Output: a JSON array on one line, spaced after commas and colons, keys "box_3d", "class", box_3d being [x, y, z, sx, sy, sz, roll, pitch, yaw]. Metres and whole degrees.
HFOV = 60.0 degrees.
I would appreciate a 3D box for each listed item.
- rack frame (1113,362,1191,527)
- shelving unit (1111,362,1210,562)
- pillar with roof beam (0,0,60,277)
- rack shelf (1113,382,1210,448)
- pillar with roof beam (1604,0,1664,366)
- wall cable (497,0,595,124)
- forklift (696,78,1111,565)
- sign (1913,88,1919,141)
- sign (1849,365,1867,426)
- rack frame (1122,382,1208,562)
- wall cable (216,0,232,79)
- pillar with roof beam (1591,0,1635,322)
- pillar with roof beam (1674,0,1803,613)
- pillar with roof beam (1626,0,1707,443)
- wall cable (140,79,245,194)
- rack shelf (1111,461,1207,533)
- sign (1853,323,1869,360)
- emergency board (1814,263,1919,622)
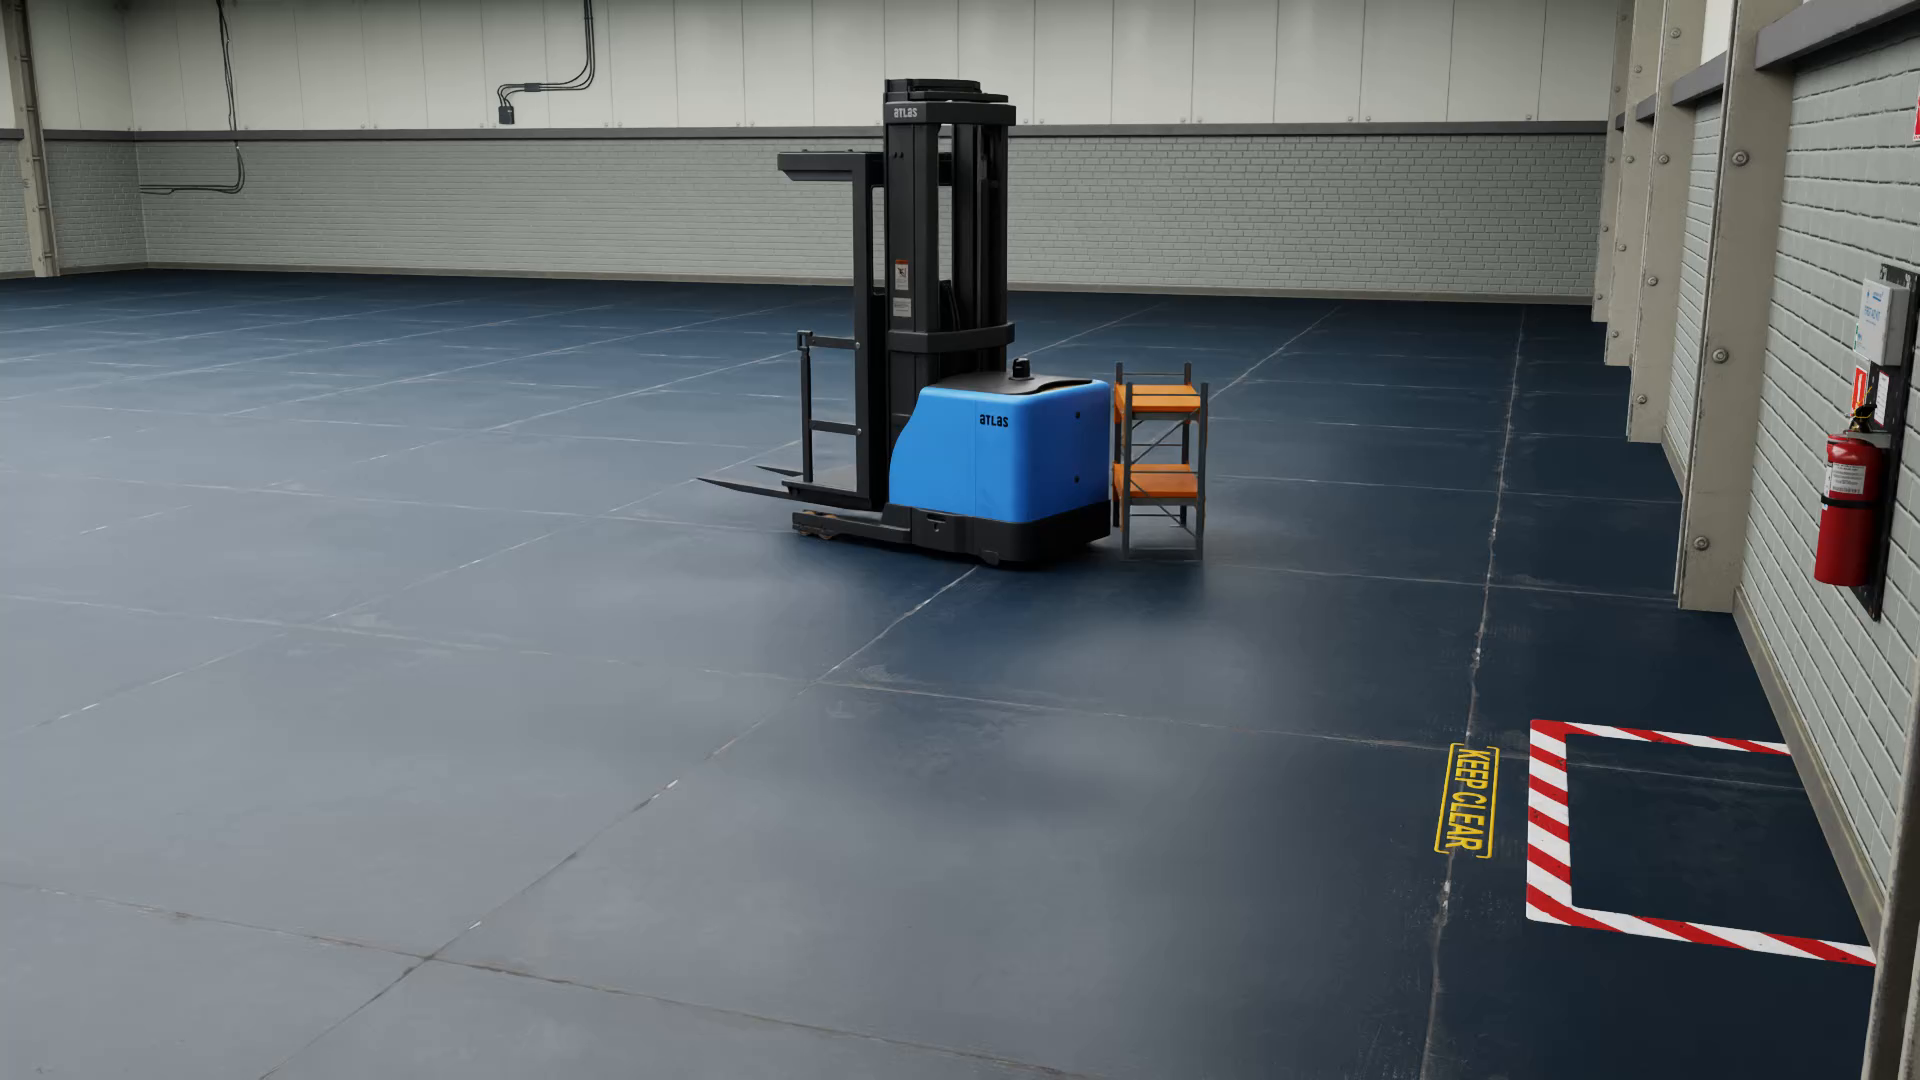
[{"box_3d": [1.298, -0.642, 11.272, 0.500, 1.125, 0.032, 0, 13, 2], "class": "rack frame"}, {"box_3d": [1.281, -0.529, 10.777, 0.538, 1.125, 1.048, 0, 13, 2], "class": "shelving unit"}, {"box_3d": [-15.676, -9.781, 33.620, 9.100, 9.000, 0.400, 4, 14, 18], "class": "pillar with roof beam"}, {"box_3d": [1.281, -0.814, 10.711, 0.538, 0.278, 1.000, 0, 13, 2], "class": "rack shelf"}, {"box_3d": [4.041, -6.870, 20.865, 9.100, 9.000, 0.400, 4, 14, 18], "class": "pillar with roof beam"}, {"box_3d": [-8.568, -11.588, 33.891, 2.305, 6.003, 0.169, 4, 14, 18], "class": "wall cable"}, {"box_3d": [-0.499, -1.514, 11.037, 3.031, 2.935, 1.130, 10, 16, 37], "class": "forklift"}, {"box_3d": [3.223, -1.488, 5.555, 0.001, 0.298, 0.199, 4, 14, 18], "class": "sign"}, {"box_3d": [3.403, -0.489, 6.311, 0.001, 0.329, 0.234, 4, 14, 18], "class": "sign"}, {"box_3d": [1.263, -0.416, 10.281, 0.500, 1.125, 0.032, 0, 13, 2], "class": "rack frame"}, {"box_3d": [-14.986, -11.370, 36.209, 3.097, 2.526, 0.112, 4, 14, 18], "class": "wall cable"}, {"box_3d": [5.982, -8.133, 26.400, 9.100, 9.000, 0.400, 4, 14, 18], "class": "pillar with roof beam"}, {"box_3d": [0.158, -4.343, 9.795, 9.100, 9.000, 0.400, 4, 14, 18], "class": "pillar with roof beam"}, {"box_3d": [2.100, -5.607, 15.330, 9.100, 9.000, 0.400, 4, 14, 18], "class": "pillar with roof beam"}, {"box_3d": [-17.545, -9.103, 37.624, 3.097, 2.526, 0.112, 4, 14, 18], "class": "wall cable"}, {"box_3d": [1.281, -0.290, 10.831, 0.538, 0.278, 1.000, 0, 13, 2], "class": "rack shelf"}, {"box_3d": [3.393, -0.747, 6.250, 0.001, 0.109, 0.331, 4, 14, 18], "class": "sign"}, {"box_3d": [3.126, -0.363, 5.837, 0.194, 1.169, 0.643, 4, 14, 18], "class": "emergency board"}]
